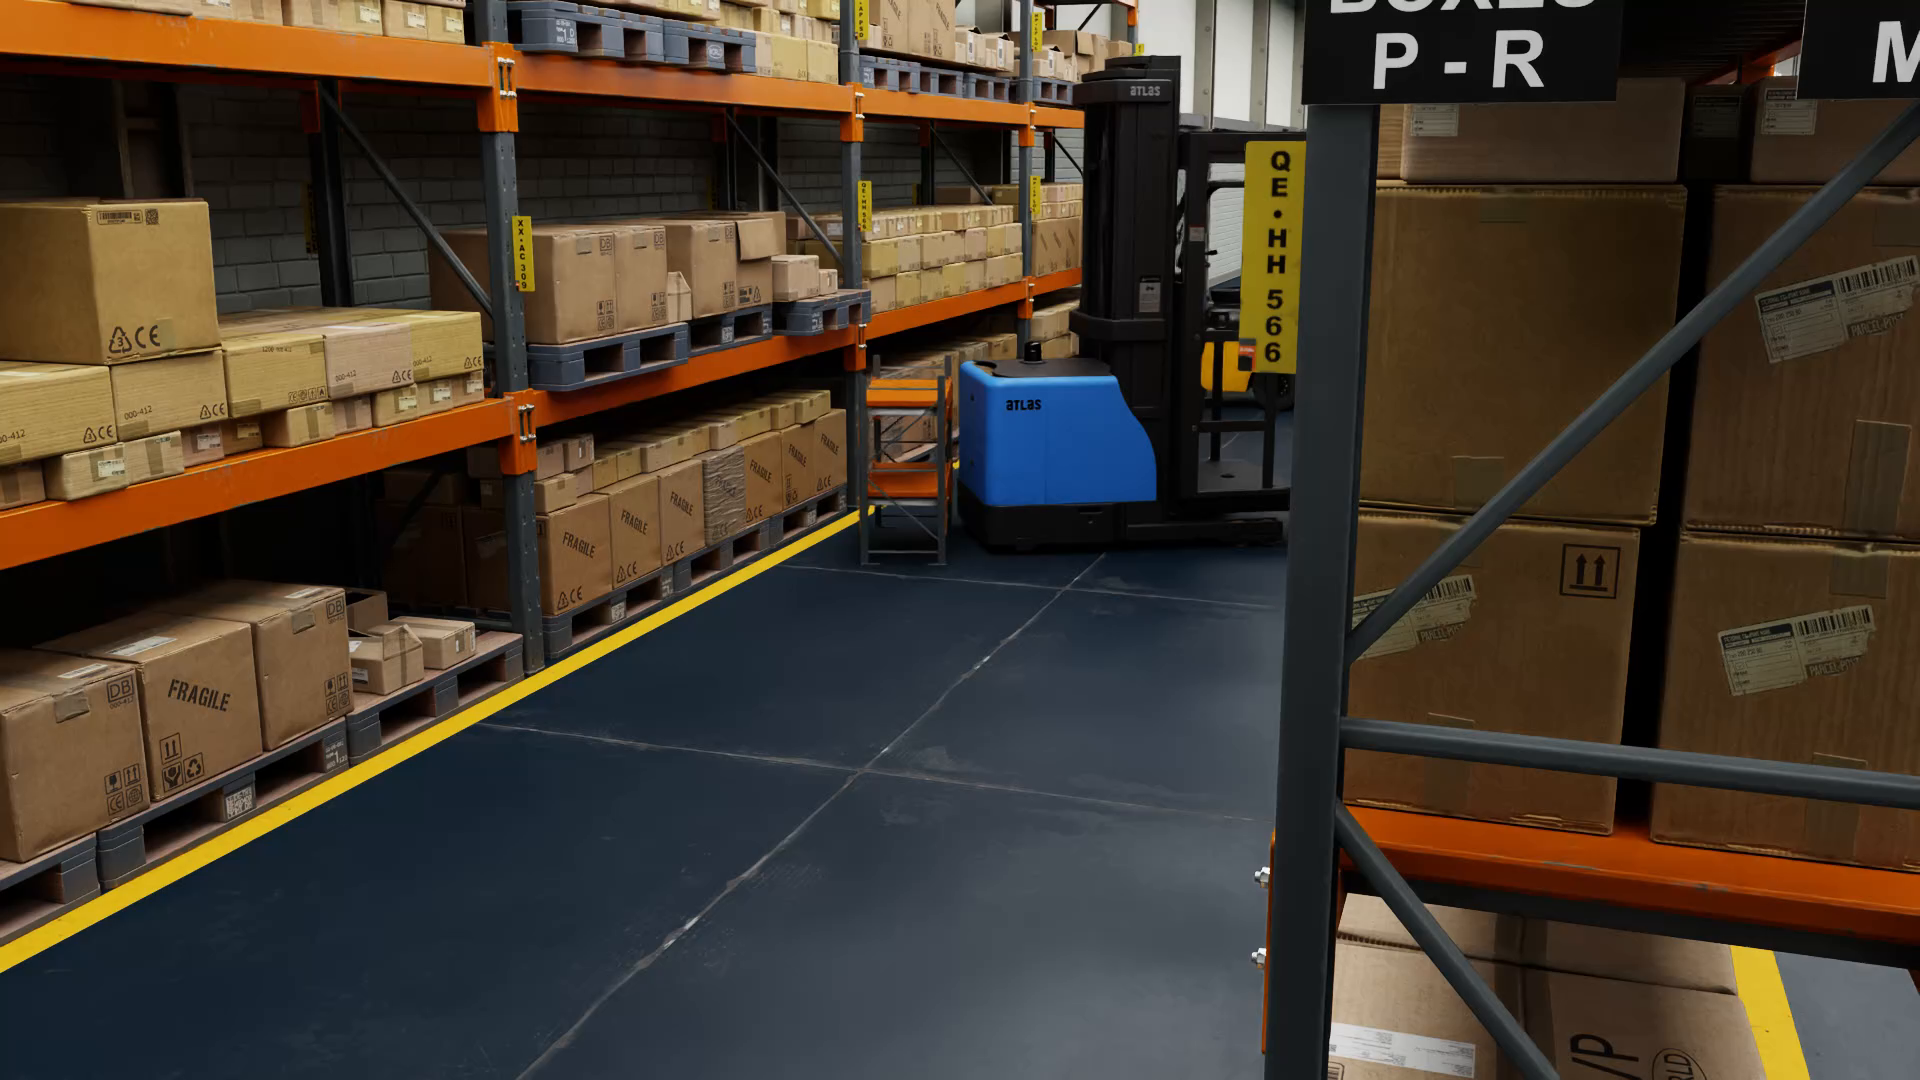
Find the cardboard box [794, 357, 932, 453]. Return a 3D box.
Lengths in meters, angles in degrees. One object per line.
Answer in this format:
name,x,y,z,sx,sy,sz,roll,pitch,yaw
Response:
cardboard box,-0.731,-1.035,12.673,0.875,0.625,0.625,5,14,20

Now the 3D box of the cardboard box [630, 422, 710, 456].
cardboard box,-1.653,-0.574,9.478,0.380,0.149,0.250,4,14,19

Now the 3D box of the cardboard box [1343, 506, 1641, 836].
cardboard box,0.866,0.153,2.854,0.500,0.500,0.500,4,14,19

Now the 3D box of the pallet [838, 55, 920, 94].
pallet,-1.014,-3.239,11.620,1.213,0.211,1.003,5,14,21

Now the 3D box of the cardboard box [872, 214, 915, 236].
cardboard box,-0.551,-2.298,12.134,0.380,0.149,0.250,5,14,19

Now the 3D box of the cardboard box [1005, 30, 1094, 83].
cardboard box,0.875,-4.730,16.330,0.797,0.503,0.637,5,14,20

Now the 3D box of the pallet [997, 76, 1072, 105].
pallet,0.396,-4.162,15.440,1.003,0.211,1.213,4,14,18

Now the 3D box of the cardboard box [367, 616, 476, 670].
cardboard box,-2.346,0.447,7.253,0.380,0.149,0.250,4,13,17

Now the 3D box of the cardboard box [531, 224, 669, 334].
cardboard box,-1.908,-1.325,8.385,0.700,0.500,0.500,5,14,19

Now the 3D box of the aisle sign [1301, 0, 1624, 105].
aisle sign,0.644,-0.953,2.079,0.394,0.787,0.004,4,14,18

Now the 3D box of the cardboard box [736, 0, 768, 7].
cardboard box,-1.321,-3.134,9.510,0.380,0.149,0.250,4,13,17

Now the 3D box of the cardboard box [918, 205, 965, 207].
cardboard box,-0.172,-2.868,14.629,0.380,0.149,0.250,4,13,17

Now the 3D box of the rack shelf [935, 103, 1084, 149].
rack shelf,0.792,-4.094,16.560,1.077,0.370,4.000,4,14,18

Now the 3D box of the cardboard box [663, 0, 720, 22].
cardboard box,-1.497,-2.830,8.802,0.380,0.149,0.250,5,14,20

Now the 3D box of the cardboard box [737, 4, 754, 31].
cardboard box,-1.415,-3.000,9.590,0.380,0.149,0.250,4,14,19

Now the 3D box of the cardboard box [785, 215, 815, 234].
cardboard box,-1.257,-2.230,11.836,0.380,0.149,0.250,5,14,20

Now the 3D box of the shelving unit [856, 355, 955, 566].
shelving unit,-0.320,-0.515,10.215,0.538,1.125,1.048,0,13,2

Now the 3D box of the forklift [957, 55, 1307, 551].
forklift,1.550,-1.498,10.463,3.031,2.935,1.130,-2,13,-10

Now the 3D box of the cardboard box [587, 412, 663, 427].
cardboard box,-1.981,-0.658,9.846,0.380,0.149,0.250,4,14,19

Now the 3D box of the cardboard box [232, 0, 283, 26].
cardboard box,-2.656,-1.907,5.926,0.380,0.149,0.250,5,14,20

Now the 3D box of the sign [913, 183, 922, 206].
sign,-0.381,-3.062,15.037,0.100,0.325,0.005,4,14,18

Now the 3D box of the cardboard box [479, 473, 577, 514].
cardboard box,-2.076,-0.236,7.995,0.380,0.149,0.250,5,14,21

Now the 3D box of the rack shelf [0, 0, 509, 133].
rack shelf,-3.091,-1.567,5.490,1.077,0.370,4.000,4,14,18

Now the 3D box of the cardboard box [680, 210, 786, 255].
cardboard box,-1.464,-1.875,10.796,0.500,0.500,0.500,5,14,21

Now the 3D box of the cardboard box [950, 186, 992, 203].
cardboard box,0.083,-3.210,15.461,0.380,0.149,0.250,4,13,17

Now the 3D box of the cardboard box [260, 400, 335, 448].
cardboard box,-2.599,-0.447,6.271,0.380,0.149,0.250,4,13,18

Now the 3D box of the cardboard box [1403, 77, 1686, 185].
cardboard box,0.887,-0.621,2.536,0.380,0.149,0.250,5,14,19

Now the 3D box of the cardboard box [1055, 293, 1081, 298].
cardboard box,1.272,-2.421,17.342,0.500,0.250,0.500,5,14,19

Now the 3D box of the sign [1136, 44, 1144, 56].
sign,1.948,-5.217,18.051,0.100,0.325,0.005,4,14,18

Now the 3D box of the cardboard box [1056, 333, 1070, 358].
cardboard box,0.755,-1.855,15.987,0.500,0.250,0.500,4,14,18

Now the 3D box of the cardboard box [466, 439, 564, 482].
cardboard box,-2.133,-0.385,7.981,0.380,0.149,0.250,4,13,17

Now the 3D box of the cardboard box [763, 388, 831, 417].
cardboard box,-1.069,-0.899,10.903,0.380,0.149,0.250,4,13,16

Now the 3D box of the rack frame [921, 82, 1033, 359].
rack frame,0.145,-2.561,14.969,1.000,3.000,0.127,4,14,18

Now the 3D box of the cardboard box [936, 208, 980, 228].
cardboard box,-0.055,-2.619,13.541,0.380,0.149,0.250,4,13,17

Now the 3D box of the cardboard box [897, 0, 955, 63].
cardboard box,-0.355,-3.833,12.406,0.500,0.500,0.500,5,14,20

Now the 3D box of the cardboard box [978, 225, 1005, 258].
cardboard box,0.068,-2.501,13.920,0.500,0.250,0.500,4,13,17

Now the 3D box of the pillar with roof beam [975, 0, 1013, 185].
pillar with roof beam,4.434,-5.937,16.275,9.100,9.000,0.400,4,14,18

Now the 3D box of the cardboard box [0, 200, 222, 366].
cardboard box,-2.851,-0.864,5.517,0.500,0.500,0.500,5,14,20

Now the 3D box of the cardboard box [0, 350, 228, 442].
cardboard box,-2.867,-0.505,5.628,0.500,0.250,0.500,4,13,17

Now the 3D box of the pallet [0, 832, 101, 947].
pallet,-3.456,1.141,5.015,1.003,0.211,1.213,4,14,18

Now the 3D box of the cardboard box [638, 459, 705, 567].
cardboard box,-1.745,-0.166,9.149,0.500,0.500,0.500,4,13,17

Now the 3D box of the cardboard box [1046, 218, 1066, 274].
cardboard box,0.688,-2.796,15.770,0.500,0.500,0.500,5,14,19

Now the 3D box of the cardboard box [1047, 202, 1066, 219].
cardboard box,0.787,-3.133,15.789,0.380,0.149,0.250,5,14,20

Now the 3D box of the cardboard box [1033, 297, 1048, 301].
cardboard box,0.602,-2.350,17.033,0.500,0.250,0.500,4,13,17

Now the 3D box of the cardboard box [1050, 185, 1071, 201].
cardboard box,0.871,-3.394,16.266,0.380,0.149,0.250,4,14,18

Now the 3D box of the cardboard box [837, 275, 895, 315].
cardboard box,-0.774,-1.722,11.628,0.500,0.250,0.500,4,14,19

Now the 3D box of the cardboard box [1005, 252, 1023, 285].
cardboard box,0.229,-2.363,14.438,0.500,0.250,0.500,5,14,20

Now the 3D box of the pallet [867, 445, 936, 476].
pallet,-0.846,-0.530,12.336,1.003,0.211,1.213,4,14,18
